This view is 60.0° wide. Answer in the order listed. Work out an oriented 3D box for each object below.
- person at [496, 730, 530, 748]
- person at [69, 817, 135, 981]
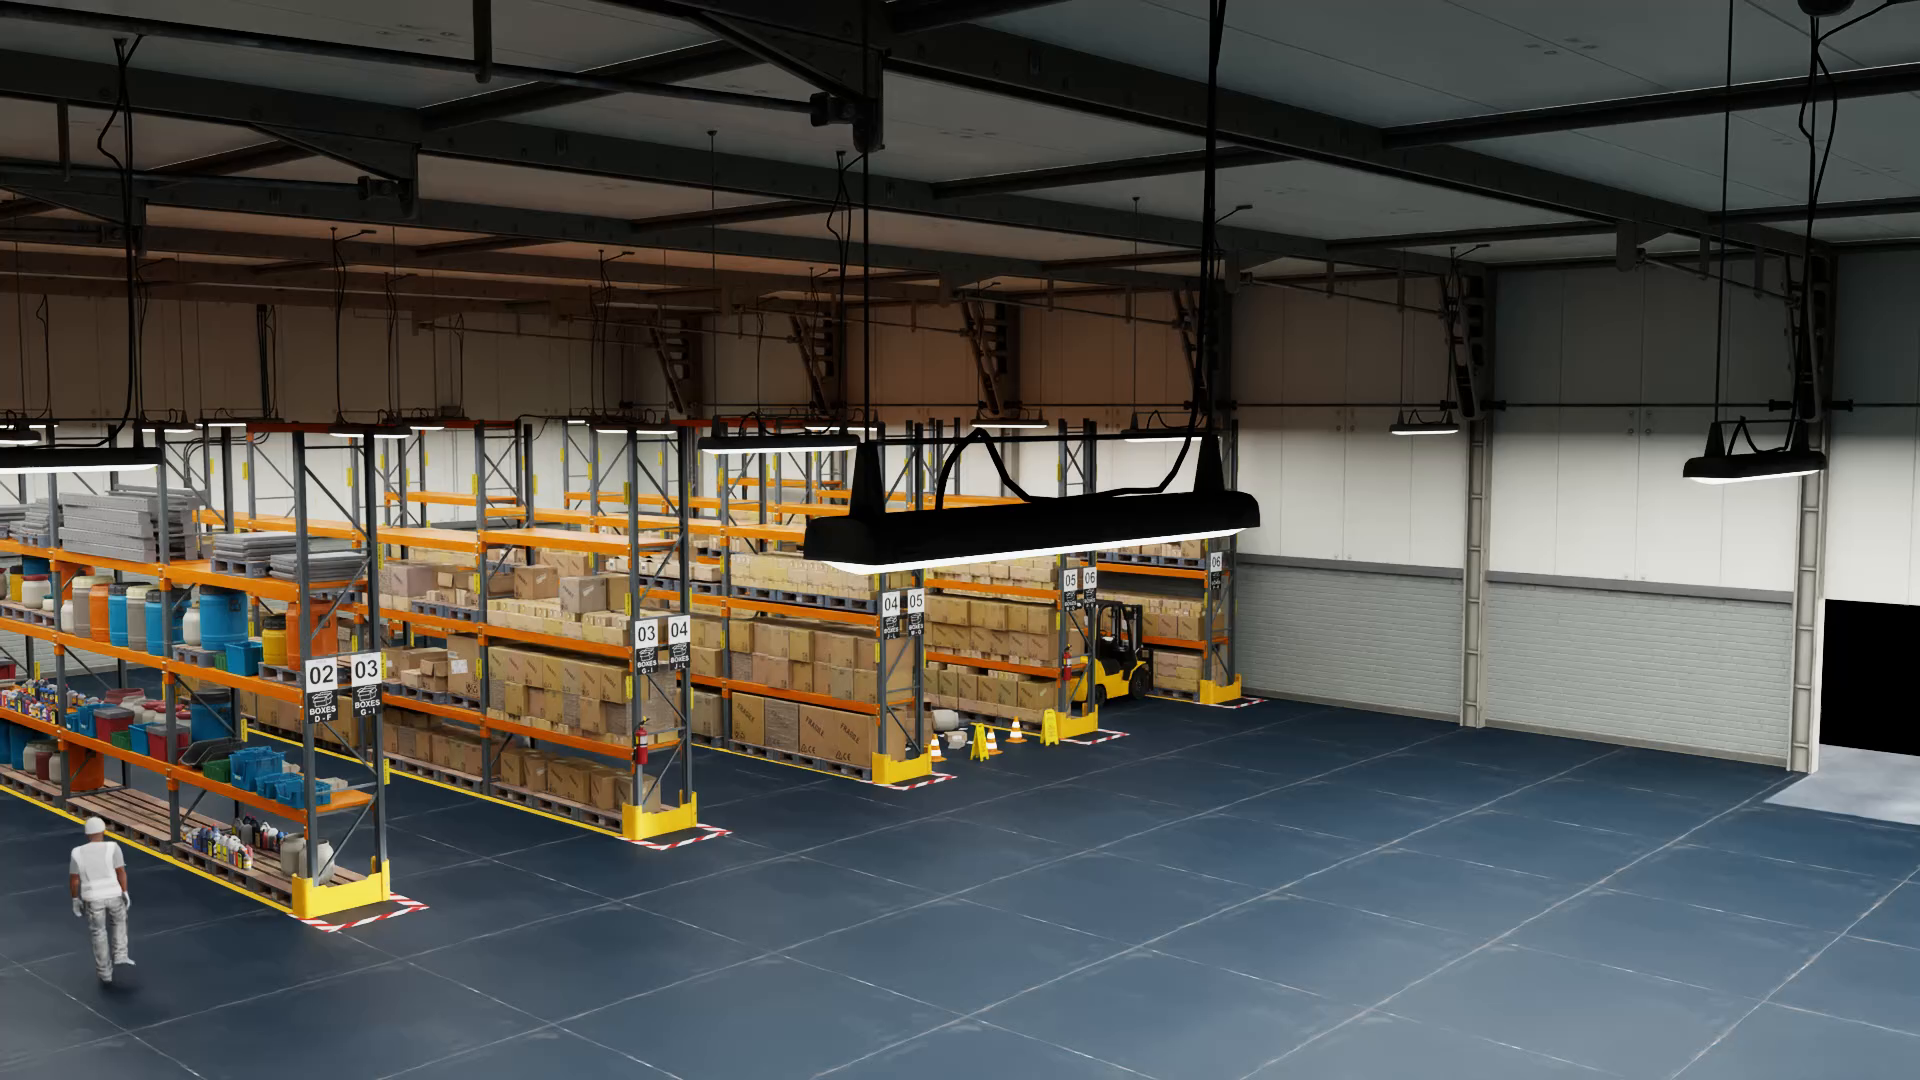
[{"bbox_3d":[-8.170,3.035,30.533,1.012,1.585,0.470,3,6,33],"label":"person"},{"bbox_3d":[-9.449,3.939,18.300,0.585,1.772,0.504,-3,6,-35],"label":"person"}]
